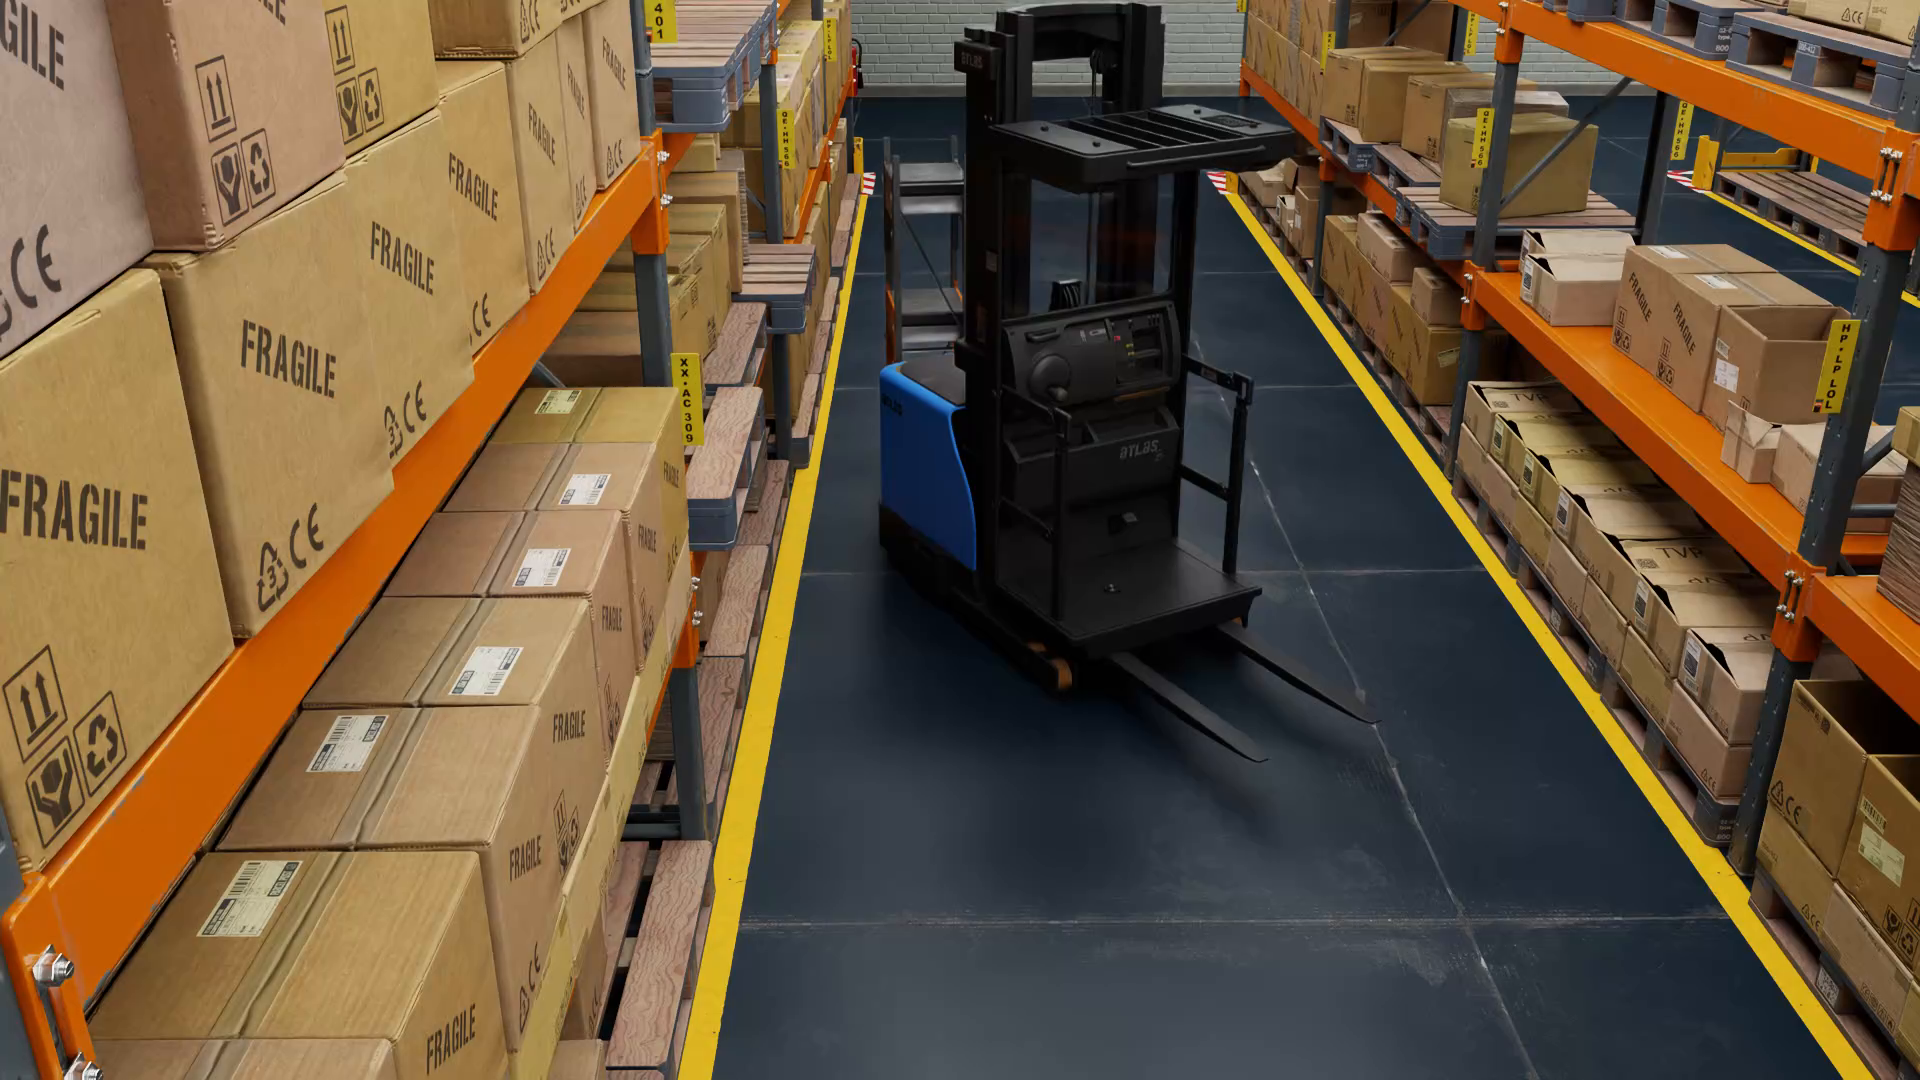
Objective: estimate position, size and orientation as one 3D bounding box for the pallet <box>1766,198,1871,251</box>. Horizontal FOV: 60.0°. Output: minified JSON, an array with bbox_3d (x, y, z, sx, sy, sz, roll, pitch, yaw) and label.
[{"bbox_3d":[8.293,-2.950,15.516,1.003,0.211,1.213,0,24,-1],"label":"pallet"}]

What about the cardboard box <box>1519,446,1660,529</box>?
[{"bbox_3d":[3.176,-0.295,8.408,0.500,0.311,0.500,-1,24,-2],"label":"cardboard box"}]

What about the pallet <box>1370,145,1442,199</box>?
[{"bbox_3d":[3.421,-2.458,11.278,1.003,0.211,1.213,0,24,-1],"label":"pallet"}]

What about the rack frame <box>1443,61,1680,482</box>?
[{"bbox_3d":[3.447,-1.744,9.467,1.000,3.000,0.127,0,24,-1],"label":"rack frame"}]

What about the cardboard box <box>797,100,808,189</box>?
[{"bbox_3d":[-1.257,-2.532,10.703,0.500,0.500,0.500,0,24,-1],"label":"cardboard box"}]

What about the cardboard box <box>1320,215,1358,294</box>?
[{"bbox_3d":[3.165,-2.254,13.093,0.500,0.500,0.500,-1,24,-3],"label":"cardboard box"}]

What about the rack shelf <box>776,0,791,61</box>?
[{"bbox_3d":[-1.528,-3.584,10.767,1.077,0.370,4.000,0,24,-1],"label":"rack shelf"}]

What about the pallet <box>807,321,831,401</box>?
[{"bbox_3d":[-1.450,-1.277,11.817,1.003,0.211,1.213,0,24,-1],"label":"pallet"}]

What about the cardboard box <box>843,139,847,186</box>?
[{"bbox_3d":[-1.486,-3.782,16.495,0.700,0.500,0.500,0,24,-1],"label":"cardboard box"}]

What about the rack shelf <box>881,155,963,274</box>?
[{"bbox_3d":[-0.181,-1.746,8.896,0.431,0.518,0.480,-3,25,-7],"label":"rack shelf"}]

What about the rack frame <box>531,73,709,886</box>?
[{"bbox_3d":[-1.463,-0.072,5.770,1.000,3.000,0.127,0,24,-1],"label":"rack frame"}]

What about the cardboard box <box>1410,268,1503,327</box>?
[{"bbox_3d":[3.197,-1.555,10.638,0.500,0.250,0.500,1,24,1],"label":"cardboard box"}]

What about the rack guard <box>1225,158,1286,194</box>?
[{"bbox_3d":[3.360,-3.871,17.202,1.175,0.500,0.348,0,24,-1],"label":"rack guard"}]

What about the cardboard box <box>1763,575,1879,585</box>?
[{"bbox_3d":[3.735,0.332,7.022,0.500,0.311,0.500,-1,24,-1],"label":"cardboard box"}]

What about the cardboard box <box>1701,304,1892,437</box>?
[{"bbox_3d":[3.493,-0.675,6.982,0.500,0.500,0.500,1,24,3],"label":"cardboard box"}]

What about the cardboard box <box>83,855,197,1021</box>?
[{"bbox_3d":[-1.633,0.893,2.884,0.500,0.500,0.500,0,24,0],"label":"cardboard box"}]

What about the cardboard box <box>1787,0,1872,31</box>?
[{"bbox_3d":[3.485,-2.066,6.211,0.500,0.250,0.500,-3,24,-6],"label":"cardboard box"}]

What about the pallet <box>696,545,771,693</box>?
[{"bbox_3d":[-1.489,0.373,8.168,1.003,0.211,1.213,0,24,-1],"label":"pallet"}]

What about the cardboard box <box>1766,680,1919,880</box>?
[{"bbox_3d":[3.182,0.816,5.723,0.500,0.500,0.500,0,24,-1],"label":"cardboard box"}]

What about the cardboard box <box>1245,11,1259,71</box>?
[{"bbox_3d":[3.101,-4.902,16.328,0.500,0.500,0.500,0,24,1],"label":"cardboard box"}]

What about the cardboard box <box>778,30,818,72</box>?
[{"bbox_3d":[-1.293,-3.499,11.929,0.500,0.250,0.500,0,24,1],"label":"cardboard box"}]

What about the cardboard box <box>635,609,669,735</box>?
[{"bbox_3d":[-1.157,0.386,4.914,0.500,0.250,0.500,0,24,0],"label":"cardboard box"}]

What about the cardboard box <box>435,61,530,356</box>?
[{"bbox_3d":[-1.180,-0.641,3.241,0.500,0.500,0.500,1,24,3],"label":"cardboard box"}]

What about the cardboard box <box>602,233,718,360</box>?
[{"bbox_3d":[-1.472,-1.030,7.232,0.700,0.500,0.500,3,25,7],"label":"cardboard box"}]

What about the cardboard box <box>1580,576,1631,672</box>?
[{"bbox_3d":[3.186,0.376,7.605,0.500,0.250,0.500,0,24,1],"label":"cardboard box"}]

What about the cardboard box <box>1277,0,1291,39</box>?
[{"bbox_3d":[3.121,-4.727,14.727,0.500,0.500,0.500,0,24,-1],"label":"cardboard box"}]

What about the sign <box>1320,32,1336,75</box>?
[{"bbox_3d":[2.861,-3.782,12.921,0.100,0.325,0.005,0,24,-1],"label":"sign"}]

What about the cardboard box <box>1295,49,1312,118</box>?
[{"bbox_3d":[3.134,-3.856,14.013,0.500,0.500,0.500,0,24,1],"label":"cardboard box"}]

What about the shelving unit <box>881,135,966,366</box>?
[{"bbox_3d":[-0.181,-1.120,9.179,0.431,2.100,0.503,-3,25,-7],"label":"shelving unit"}]

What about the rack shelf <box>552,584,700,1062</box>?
[{"bbox_3d":[-1.441,1.080,4.096,1.077,0.370,4.000,0,24,-1],"label":"rack shelf"}]

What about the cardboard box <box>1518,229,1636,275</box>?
[{"bbox_3d":[3.407,-1.554,9.154,0.500,0.311,0.500,1,24,3],"label":"cardboard box"}]

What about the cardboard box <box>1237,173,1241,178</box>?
[{"bbox_3d":[3.020,-3.768,16.868,0.380,0.149,0.250,0,24,-1],"label":"cardboard box"}]

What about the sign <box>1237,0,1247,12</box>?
[{"bbox_3d":[2.817,-5.433,16.572,0.100,0.325,0.005,0,24,-1],"label":"sign"}]

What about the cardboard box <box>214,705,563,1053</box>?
[{"bbox_3d":[-1.119,0.679,3.357,0.500,0.500,0.500,-1,24,-2],"label":"cardboard box"}]

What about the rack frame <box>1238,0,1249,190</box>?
[{"bbox_3d":[3.359,-5.041,16.756,1.000,3.000,0.127,0,24,-1],"label":"rack frame"}]

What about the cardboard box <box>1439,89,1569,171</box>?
[{"bbox_3d":[3.508,-2.618,10.768,0.700,0.500,0.500,4,25,9],"label":"cardboard box"}]

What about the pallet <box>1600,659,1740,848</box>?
[{"bbox_3d":[3.443,0.871,7.068,1.003,0.211,1.213,0,24,-1],"label":"pallet"}]

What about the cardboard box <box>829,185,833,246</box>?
[{"bbox_3d":[-1.456,-2.730,14.170,0.700,0.500,0.500,0,24,0],"label":"cardboard box"}]

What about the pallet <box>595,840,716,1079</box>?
[{"bbox_3d":[-1.420,1.475,5.733,1.003,0.211,1.213,0,24,-1],"label":"pallet"}]

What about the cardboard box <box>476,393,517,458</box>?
[{"bbox_3d":[-1.667,-0.160,5.212,0.500,0.500,0.500,-1,24,-2],"label":"cardboard box"}]

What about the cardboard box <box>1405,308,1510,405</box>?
[{"bbox_3d":[3.202,-1.190,10.741,0.500,0.500,0.500,1,24,2],"label":"cardboard box"}]

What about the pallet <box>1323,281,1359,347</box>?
[{"bbox_3d":[3.450,-1.787,12.945,1.003,0.211,1.213,0,24,-1],"label":"pallet"}]

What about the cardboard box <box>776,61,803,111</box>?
[{"bbox_3d":[-1.270,-2.868,10.535,0.500,0.250,0.500,0,24,0],"label":"cardboard box"}]

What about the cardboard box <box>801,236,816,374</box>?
[{"bbox_3d":[-1.387,-1.597,11.240,0.750,0.750,0.750,0,24,-1],"label":"cardboard box"}]

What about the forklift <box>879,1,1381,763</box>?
[{"bbox_3d":[0.737,-0.843,7.558,1.130,2.935,3.031,-13,28,-27],"label":"forklift"}]

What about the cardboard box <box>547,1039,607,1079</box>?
[{"bbox_3d":[-1.301,1.691,4.370,0.700,0.500,0.500,-2,24,-4],"label":"cardboard box"}]

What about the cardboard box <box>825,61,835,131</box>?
[{"bbox_3d":[-1.540,-3.729,13.491,0.980,0.700,0.700,0,24,0],"label":"cardboard box"}]

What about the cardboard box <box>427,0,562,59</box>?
[{"bbox_3d":[-1.154,-1.303,3.492,0.500,0.500,0.500,-1,24,-2],"label":"cardboard box"}]

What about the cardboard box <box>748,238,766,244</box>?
[{"bbox_3d":[-1.279,-1.752,9.764,0.380,0.149,0.250,-1,24,-1],"label":"cardboard box"}]

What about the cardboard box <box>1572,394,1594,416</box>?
[{"bbox_3d":[3.699,-0.724,9.357,0.500,0.311,0.500,0,24,1],"label":"cardboard box"}]

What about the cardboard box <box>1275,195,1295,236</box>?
[{"bbox_3d":[3.105,-2.911,14.774,0.500,0.311,0.500,0,24,-1],"label":"cardboard box"}]

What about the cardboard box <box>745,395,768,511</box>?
[{"bbox_3d":[-1.447,-0.486,9.183,0.700,0.500,0.500,0,24,0],"label":"cardboard box"}]
